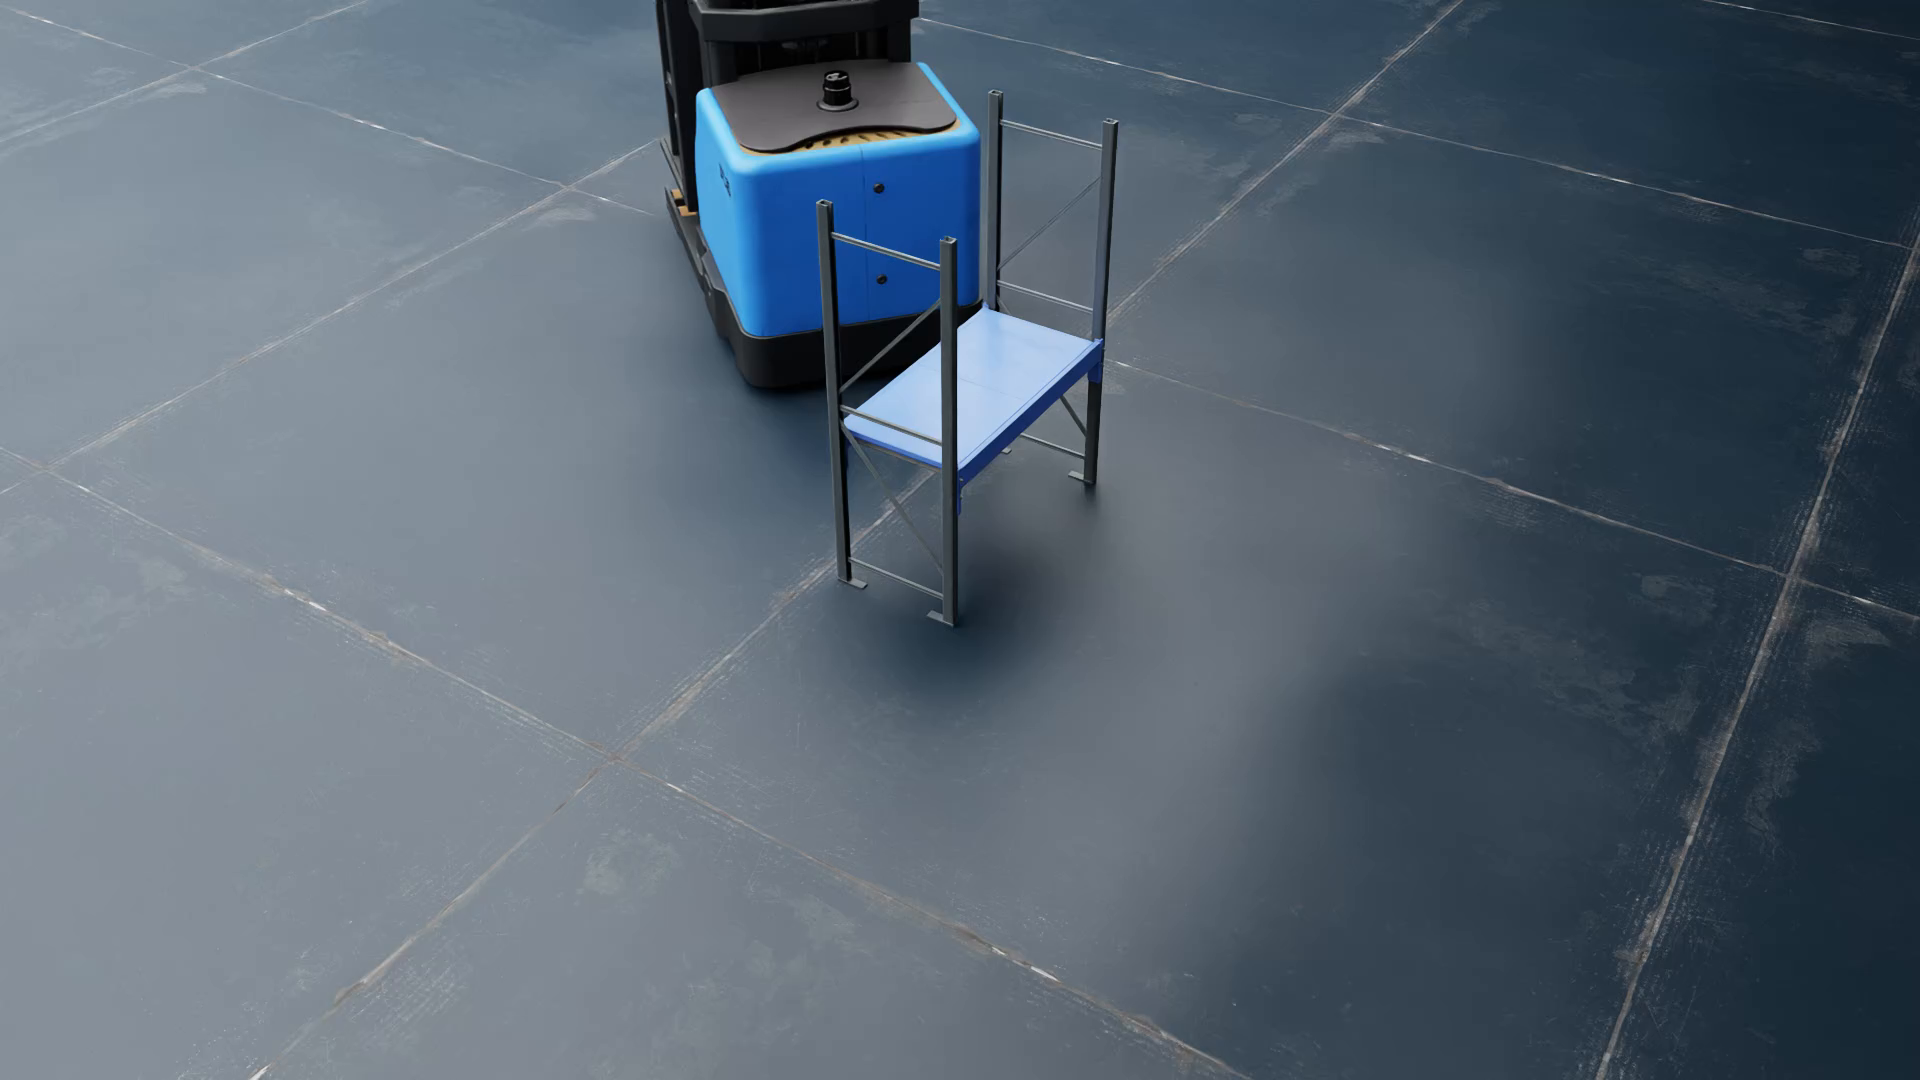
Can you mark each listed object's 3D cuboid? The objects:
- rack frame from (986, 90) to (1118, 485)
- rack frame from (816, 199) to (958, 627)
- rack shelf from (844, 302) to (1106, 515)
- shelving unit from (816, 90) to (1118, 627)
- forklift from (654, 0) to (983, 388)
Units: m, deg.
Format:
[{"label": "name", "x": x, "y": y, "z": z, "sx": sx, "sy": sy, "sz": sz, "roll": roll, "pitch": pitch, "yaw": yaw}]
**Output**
[{"label": "rack frame", "x": 0.318, "y": -0.900, "z": 6.189, "sx": 0.500, "sy": 1.500, "sz": 0.032, "roll": 21, "pitch": 42, "yaw": 25}, {"label": "rack frame", "x": -0.227, "y": -0.376, "z": 5.509, "sx": 0.500, "sy": 1.500, "sz": 0.032, "roll": 21, "pitch": 42, "yaw": 25}, {"label": "rack shelf", "x": 0.046, "y": -0.496, "z": 5.959, "sx": 0.538, "sy": 0.185, "sz": 1.000, "roll": 21, "pitch": 42, "yaw": 25}, {"label": "shelving unit", "x": 0.046, "y": -0.638, "z": 5.849, "sx": 0.538, "sy": 1.500, "sz": 1.048, "roll": 21, "pitch": 42, "yaw": 25}, {"label": "forklift", "x": -0.832, "y": -2.700, "z": 7.352, "sx": 1.130, "sy": 2.935, "sz": 3.031, "roll": -11, "pitch": 39, "yaw": -14}]
